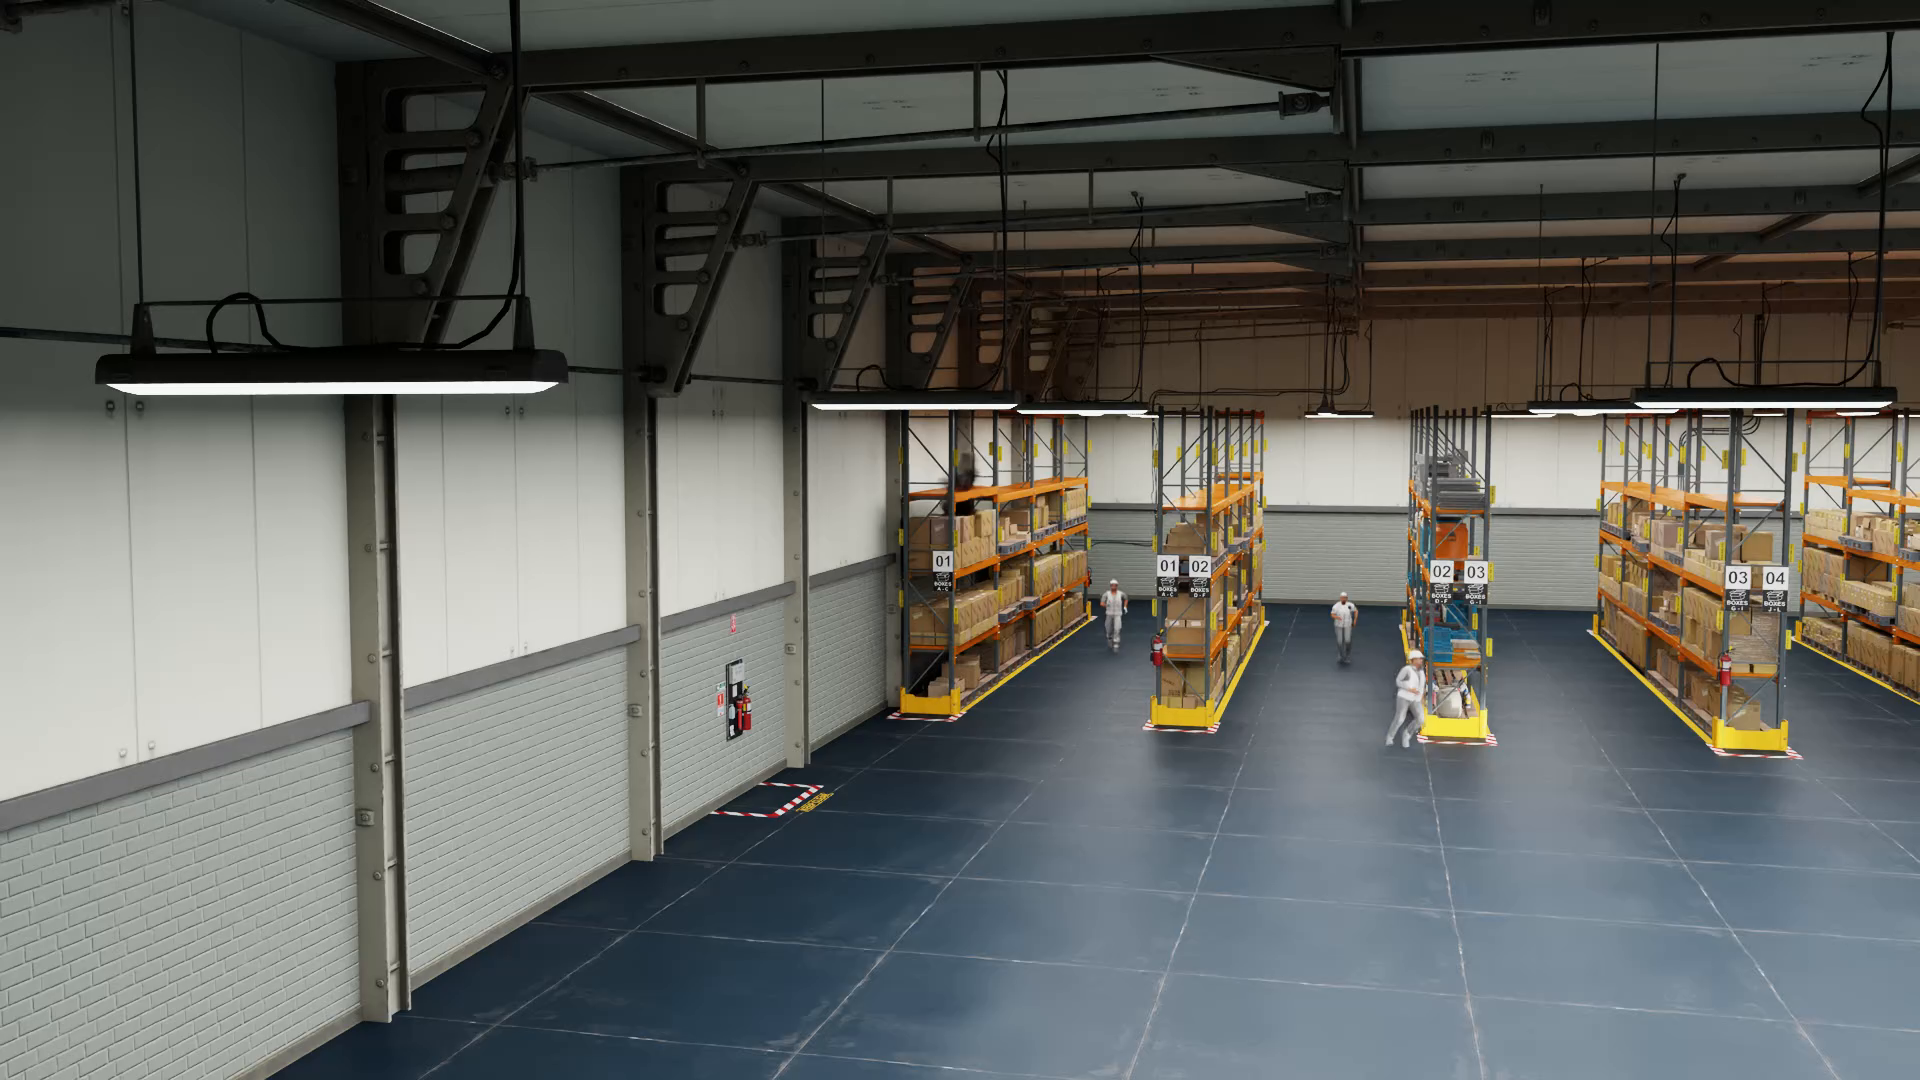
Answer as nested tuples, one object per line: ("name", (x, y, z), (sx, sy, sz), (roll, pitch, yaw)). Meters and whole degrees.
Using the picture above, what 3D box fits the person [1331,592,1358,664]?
("person", (9.085, 2.091, 39.345), (0.613, 1.723, 0.711), (1, 4, 14))

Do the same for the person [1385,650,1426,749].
("person", (7.934, 2.788, 29.240), (0.782, 1.708, 0.691), (-2, 4, -23))

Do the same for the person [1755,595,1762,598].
("person", (20.608, 1.833, 43.537), (0.685, 1.518, 0.629), (2, 5, 30))

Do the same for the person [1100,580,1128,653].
("person", (3.798, 1.864, 41.067), (0.668, 1.765, 0.998), (0, 4, 6))
